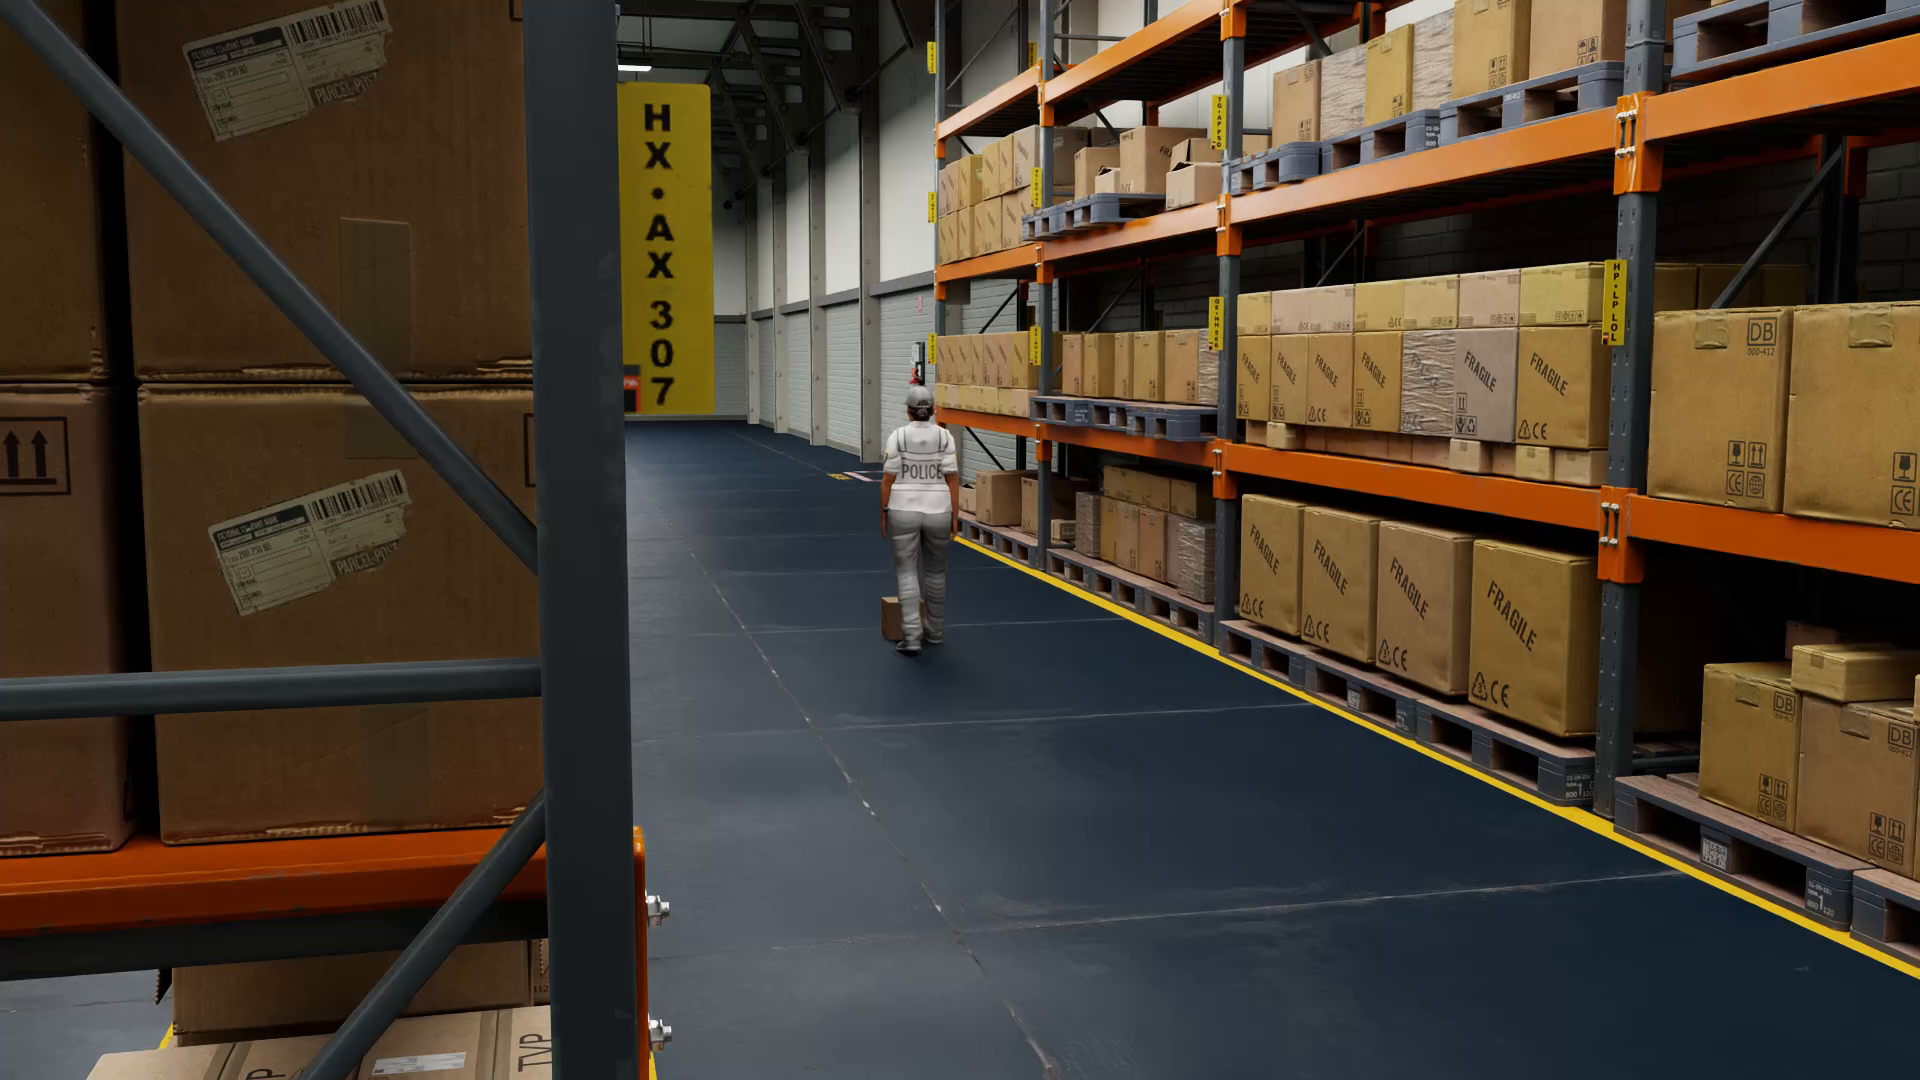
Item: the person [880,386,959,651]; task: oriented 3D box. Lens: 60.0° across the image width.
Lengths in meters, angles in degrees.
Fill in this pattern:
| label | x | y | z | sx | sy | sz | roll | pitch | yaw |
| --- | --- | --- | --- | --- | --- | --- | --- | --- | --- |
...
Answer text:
| label | x | y | z | sx | sy | sz | roll | pitch | yaw |
| --- | --- | --- | --- | --- | --- | --- | --- | --- | --- |
| person | -0.280 | -0.142 | 10.503 | 0.484 | 1.662 | 0.648 | -2 | 6 | -14 |
